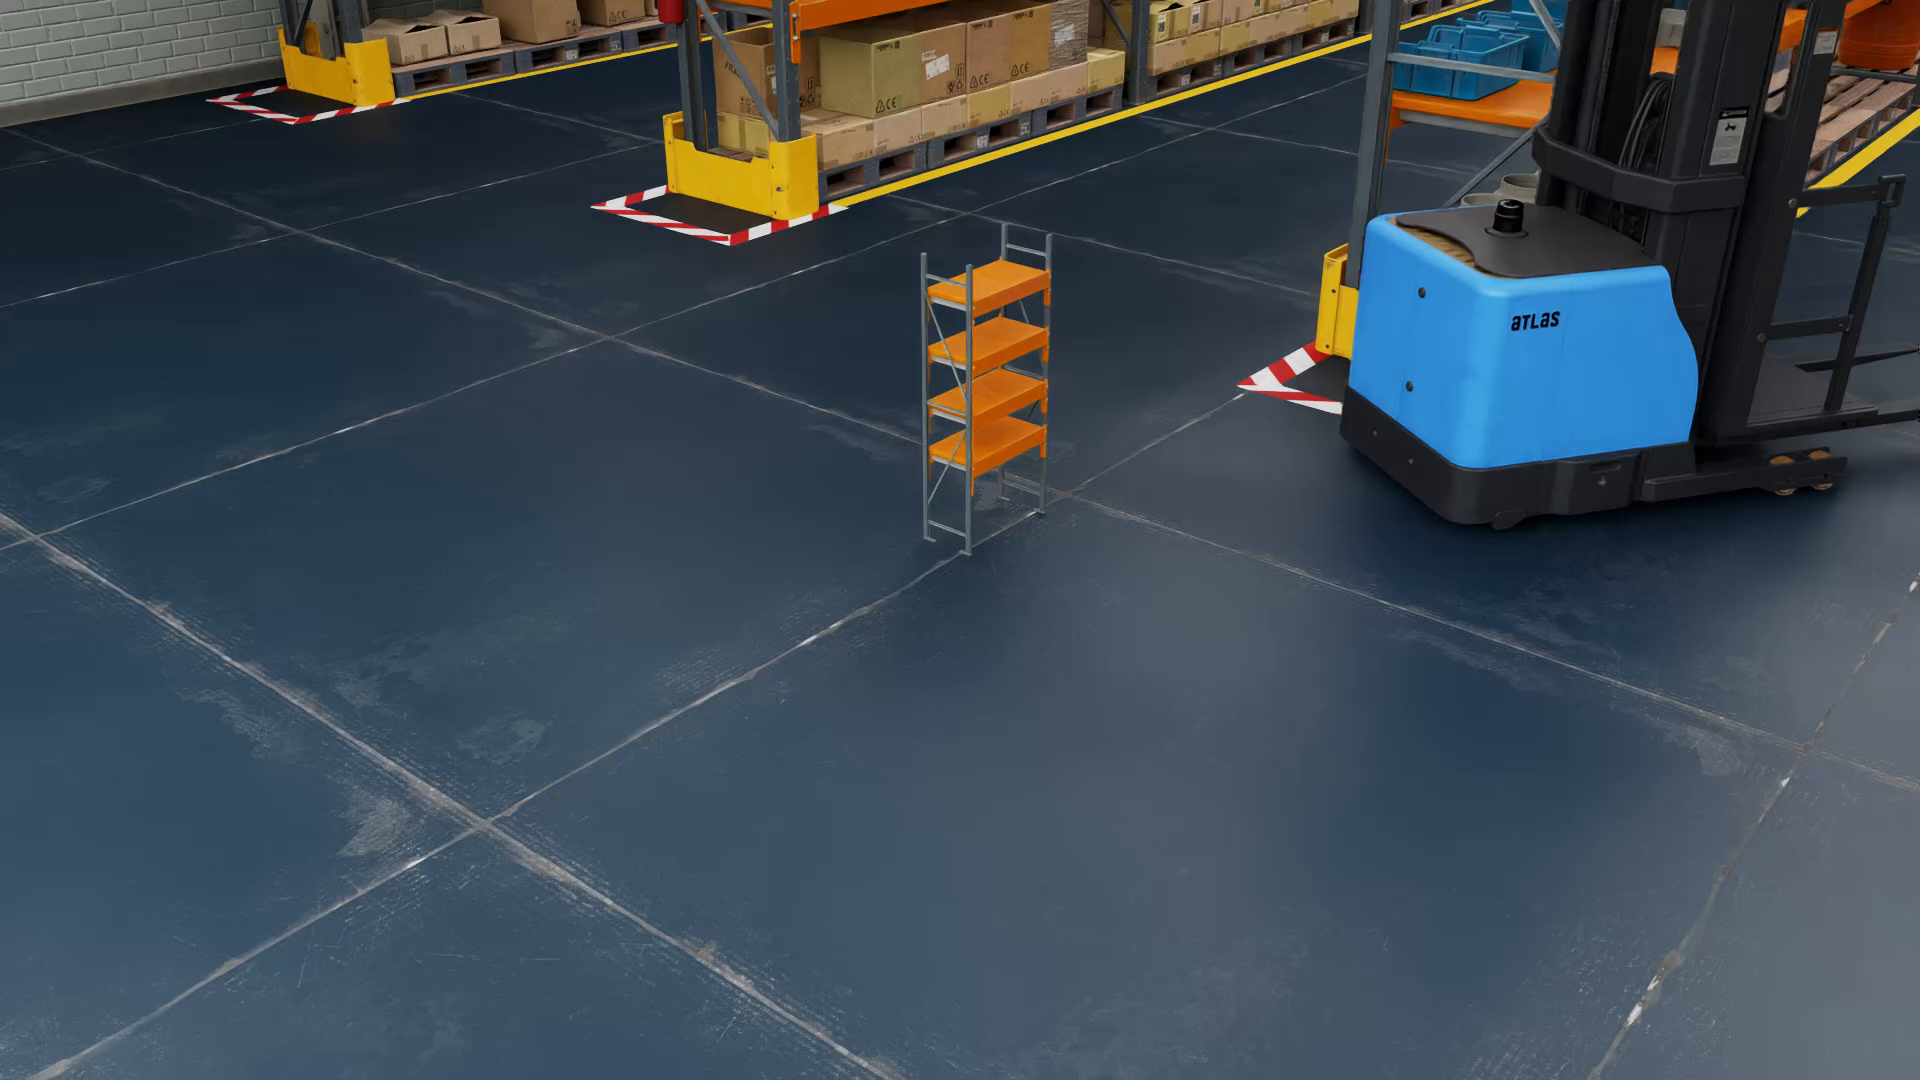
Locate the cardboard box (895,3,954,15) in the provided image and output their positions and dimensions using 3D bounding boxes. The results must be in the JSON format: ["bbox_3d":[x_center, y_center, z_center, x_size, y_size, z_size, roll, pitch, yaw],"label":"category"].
[{"bbox_3d":[-0.390,-3.736,12.426,0.500,0.500,0.500,21,34,34],"label":"cardboard box"}]

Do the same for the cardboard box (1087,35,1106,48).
[{"bbox_3d":[1.139,-4.240,14.216,0.500,0.250,0.500,20,34,34],"label":"cardboard box"}]

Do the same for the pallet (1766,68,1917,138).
[{"bbox_3d":[6.941,-3.510,13.305,1.003,0.211,1.213,21,34,34],"label":"pallet"}]

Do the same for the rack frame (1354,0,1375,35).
[{"bbox_3d":[3.644,-6.461,15.974,1.000,3.000,0.127,21,34,34],"label":"rack frame"}]

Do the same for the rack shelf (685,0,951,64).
[{"bbox_3d":[-0.173,-4.014,12.027,1.077,0.370,4.000,21,34,34],"label":"rack shelf"}]

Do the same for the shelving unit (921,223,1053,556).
[{"bbox_3d":[0.105,-0.592,6.588,0.258,1.200,0.503,21,34,34],"label":"shelving unit"}]

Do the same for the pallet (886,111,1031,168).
[{"bbox_3d":[-0.215,-3.100,12.512,1.003,0.211,1.213,21,34,34],"label":"pallet"}]

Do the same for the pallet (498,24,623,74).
[{"bbox_3d":[-3.901,-4.568,15.350,1.003,0.211,1.213,21,34,34],"label":"pallet"}]

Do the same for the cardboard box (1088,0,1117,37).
[{"bbox_3d":[1.136,-4.484,14.079,0.500,0.311,0.500,21,34,34],"label":"cardboard box"}]

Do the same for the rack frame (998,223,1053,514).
[{"bbox_3d":[0.261,-0.678,6.755,0.240,1.200,0.015,21,34,34],"label":"rack frame"}]

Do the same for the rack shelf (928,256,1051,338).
[{"bbox_3d":[0.105,-0.941,6.407,0.258,0.148,0.480,21,34,34],"label":"rack shelf"}]

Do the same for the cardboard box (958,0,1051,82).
[{"bbox_3d":[0.331,-3.760,12.474,0.500,0.500,0.500,21,34,34],"label":"cardboard box"}]

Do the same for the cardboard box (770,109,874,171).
[{"bbox_3d":[-0.932,-2.715,11.269,0.500,0.250,0.500,21,34,34],"label":"cardboard box"}]

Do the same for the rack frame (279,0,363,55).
[{"bbox_3d":[-5.270,-5.071,13.288,1.000,3.000,0.127,21,34,34],"label":"rack frame"}]

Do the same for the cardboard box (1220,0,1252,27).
[{"bbox_3d":[2.205,-4.690,14.477,0.500,0.311,0.500,19,33,33],"label":"cardboard box"}]

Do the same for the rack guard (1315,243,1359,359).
[{"bbox_3d":[2.387,-1.106,8.344,1.175,0.500,0.348,21,34,34],"label":"rack guard"}]

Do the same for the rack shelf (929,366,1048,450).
[{"bbox_3d":[0.105,-0.532,6.619,0.258,0.148,0.480,21,34,34],"label":"rack shelf"}]

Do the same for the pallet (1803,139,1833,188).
[{"bbox_3d":[5.389,-2.645,11.633,1.003,0.211,1.213,21,34,34],"label":"pallet"}]

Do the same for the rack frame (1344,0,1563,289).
[{"bbox_3d":[2.375,-2.175,7.691,1.000,3.000,0.127,21,34,34],"label":"rack frame"}]

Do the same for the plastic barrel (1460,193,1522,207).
[{"bbox_3d":[2.734,-1.513,8.660,0.421,0.512,0.421,0,27,0],"label":"plastic barrel"}]

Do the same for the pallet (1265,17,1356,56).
[{"bbox_3d":[3.090,-4.942,16.073,1.003,0.211,1.213,21,34,34],"label":"pallet"}]

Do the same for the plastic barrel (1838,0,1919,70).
[{"bbox_3d":[7.761,-4.413,13.920,0.600,0.830,0.708,21,34,34],"label":"plastic barrel"}]

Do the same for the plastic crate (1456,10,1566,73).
[{"bbox_3d":[2.880,-2.603,8.679,0.499,0.251,0.408,21,34,34],"label":"plastic crate"}]

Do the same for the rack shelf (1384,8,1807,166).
[{"bbox_3d":[3.647,-2.565,9.227,1.077,0.370,4.000,21,34,34],"label":"rack shelf"}]

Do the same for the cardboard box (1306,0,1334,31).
[{"bbox_3d":[3.172,-4.984,15.656,0.500,0.250,0.500,20,34,34],"label":"cardboard box"}]

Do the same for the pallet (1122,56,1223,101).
[{"bbox_3d":[1.538,-4.077,14.401,1.003,0.211,1.213,21,34,34],"label":"pallet"}]

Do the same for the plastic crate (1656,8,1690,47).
[{"bbox_3d":[4.082,-2.827,9.237,0.530,0.136,0.437,21,34,34],"label":"plastic crate"}]

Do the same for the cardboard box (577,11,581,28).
[{"bbox_3d":[-3.758,-4.857,15.498,0.380,0.149,0.250,18,32,30],"label":"cardboard box"}]

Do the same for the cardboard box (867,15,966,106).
[{"bbox_3d":[-0.308,-3.407,11.790,0.500,0.500,0.500,21,34,34],"label":"cardboard box"}]

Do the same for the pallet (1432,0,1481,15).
[{"bbox_3d":[4.924,-5.906,17.938,1.003,0.211,1.213,21,34,34],"label":"pallet"}]

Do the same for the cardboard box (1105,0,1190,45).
[{"bbox_3d":[1.554,-4.331,13.782,0.500,0.311,0.500,21,34,35],"label":"cardboard box"}]

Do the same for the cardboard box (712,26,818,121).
[{"bbox_3d":[-1.334,-3.200,11.390,0.500,0.500,0.500,21,34,34],"label":"cardboard box"}]

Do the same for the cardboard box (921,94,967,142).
[{"bbox_3d":[-0.299,-3.070,11.956,0.500,0.250,0.500,21,34,34],"label":"cardboard box"}]

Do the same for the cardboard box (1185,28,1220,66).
[{"bbox_3d":[1.873,-4.259,14.254,0.500,0.250,0.500,22,34,36],"label":"cardboard box"}]

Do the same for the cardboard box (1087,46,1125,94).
[{"bbox_3d":[0.973,-3.780,13.327,0.500,0.250,0.500,21,34,34],"label":"cardboard box"}]

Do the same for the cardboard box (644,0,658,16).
[{"bbox_3d":[-3.043,-5.228,16.195,0.380,0.166,0.250,16,31,28],"label":"cardboard box"}]

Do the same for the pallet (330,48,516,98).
[{"bbox_3d":[-4.677,-4.137,14.517,1.003,0.211,1.213,21,34,34],"label":"pallet"}]

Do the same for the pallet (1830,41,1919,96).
[{"bbox_3d":[7.933,-4.065,14.378,1.003,0.211,1.213,21,34,34],"label":"pallet"}]

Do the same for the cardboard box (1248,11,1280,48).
[{"bbox_3d":[2.525,-4.624,14.959,0.500,0.250,0.500,22,34,35],"label":"cardboard box"}]

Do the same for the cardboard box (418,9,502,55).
[{"bbox_3d":[-4.398,-4.493,14.618,0.500,0.311,0.500,24,36,38],"label":"cardboard box"}]

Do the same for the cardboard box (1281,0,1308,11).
[{"bbox_3d":[2.852,-5.053,15.178,0.500,0.311,0.500,20,34,34],"label":"cardboard box"}]

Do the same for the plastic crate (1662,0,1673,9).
[{"bbox_3d":[3.838,-3.101,9.710,0.450,0.188,0.662,21,34,34],"label":"plastic crate"}]

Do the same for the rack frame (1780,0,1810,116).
[{"bbox_3d":[4.919,-3.594,10.432,1.000,3.000,0.127,21,34,34],"label":"rack frame"}]

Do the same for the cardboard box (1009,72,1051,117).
[{"bbox_3d":[0.341,-3.424,12.639,0.500,0.250,0.500,21,34,34],"label":"cardboard box"}]

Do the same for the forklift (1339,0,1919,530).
[{"bbox_3d":[3.293,-1.716,6.877,3.031,2.935,1.130,-8,28,-15],"label":"forklift"}]

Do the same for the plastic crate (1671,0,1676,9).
[{"bbox_3d":[4.488,-3.418,10.159,0.767,0.338,0.504,21,34,34],"label":"plastic crate"}]

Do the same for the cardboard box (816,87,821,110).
[{"bbox_3d":[-1.023,-3.047,11.911,0.500,0.250,0.500,21,34,34],"label":"cardboard box"}]
